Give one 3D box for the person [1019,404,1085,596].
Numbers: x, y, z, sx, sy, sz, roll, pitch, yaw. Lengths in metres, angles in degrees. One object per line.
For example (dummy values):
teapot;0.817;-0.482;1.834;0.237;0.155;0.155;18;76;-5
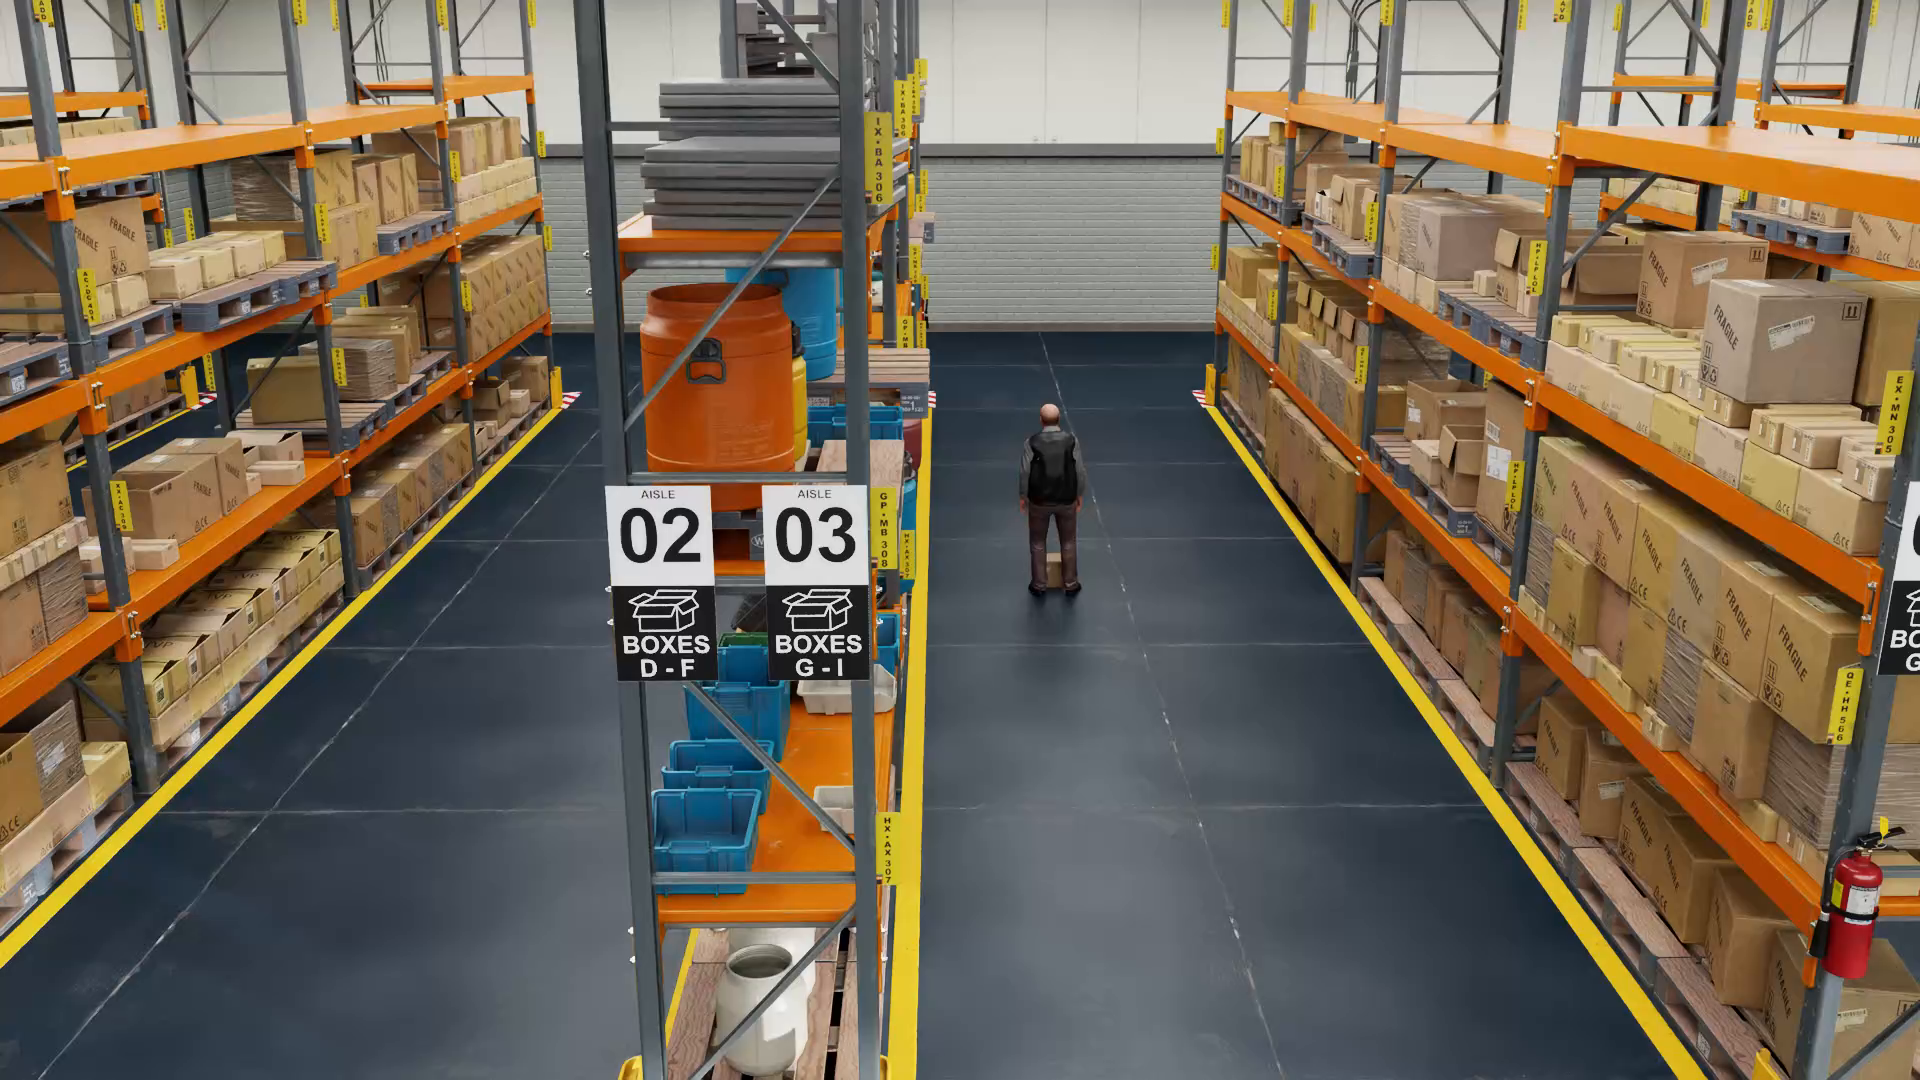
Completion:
person;0.813;-0.296;14.728;0.594;1.618;0.423;-1;17;-4
